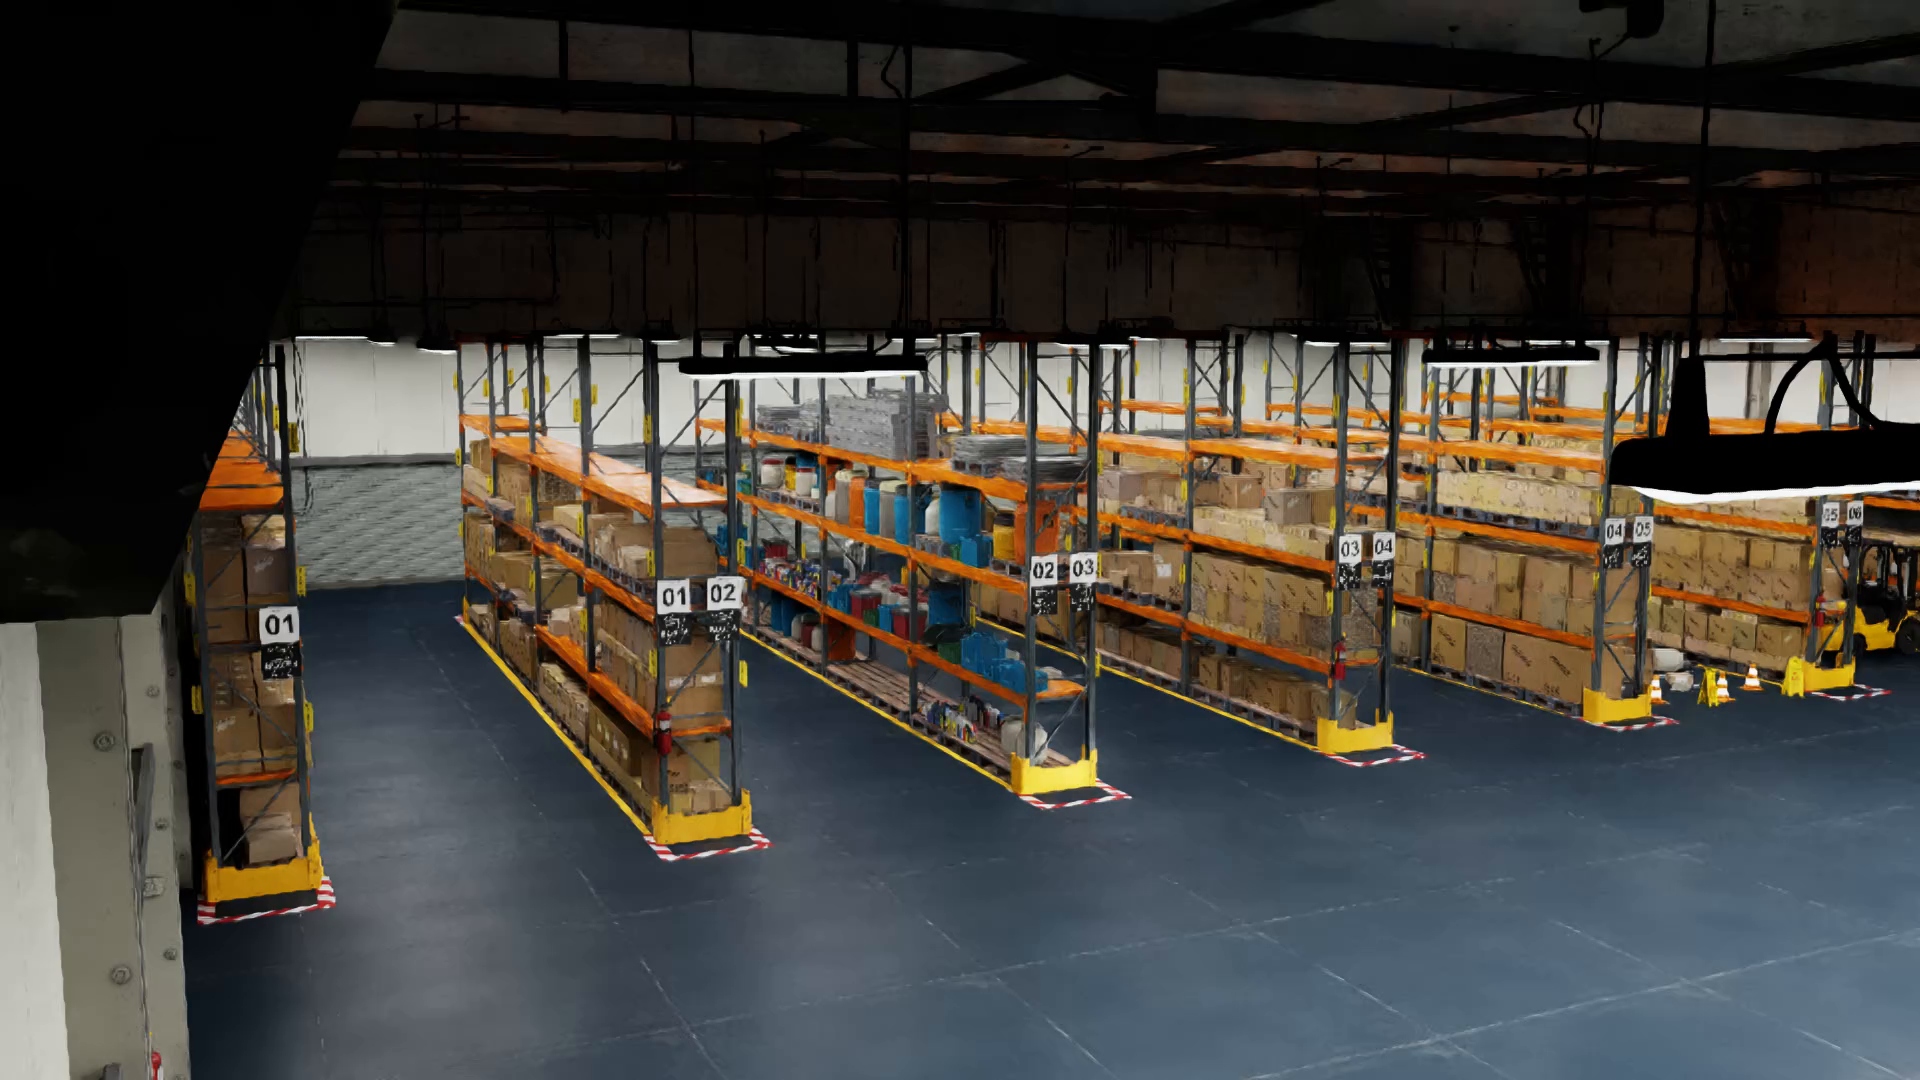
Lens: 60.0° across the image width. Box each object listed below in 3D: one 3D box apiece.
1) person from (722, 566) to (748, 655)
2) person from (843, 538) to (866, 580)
[{"bbox_3d":[-4.270,1.256,31.289,0.569,1.703,1.117,-3,8,-21],"label":"person"},{"bbox_3d":[-2.341,0.494,37.363,0.488,1.587,1.079,-4,9,-27],"label":"person"}]
